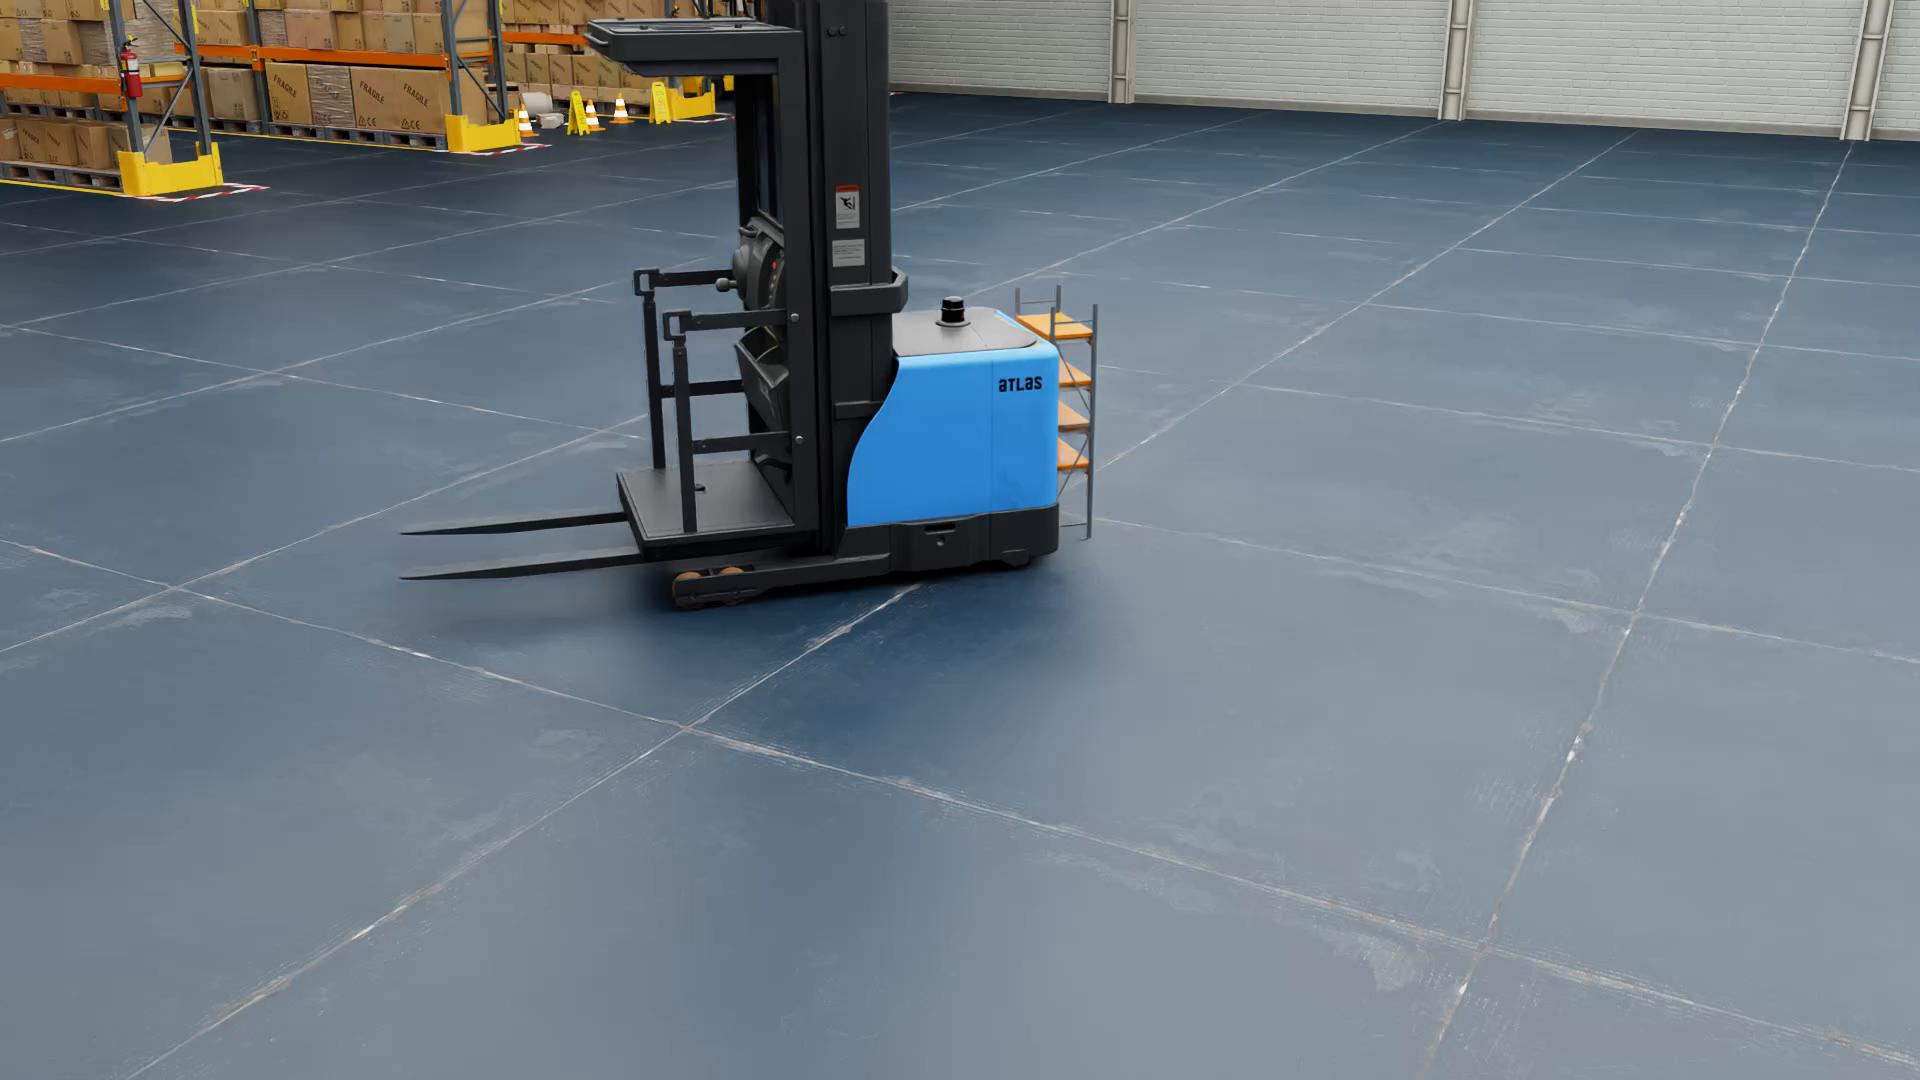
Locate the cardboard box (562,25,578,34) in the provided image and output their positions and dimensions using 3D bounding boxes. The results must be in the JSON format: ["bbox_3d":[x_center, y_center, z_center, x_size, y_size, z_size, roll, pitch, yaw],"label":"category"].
[{"bbox_3d":[-6.560,-8.710,28.346,0.250,0.149,0.380,11,23,27],"label":"cardboard box"}]

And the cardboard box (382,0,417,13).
[{"bbox_3d":[-7.689,-7.785,23.624,0.550,0.550,0.875,11,23,27],"label":"cardboard box"}]

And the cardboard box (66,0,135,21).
[{"bbox_3d":[-9.966,-6.284,19.242,0.500,0.500,0.500,11,23,27],"label":"cardboard box"}]

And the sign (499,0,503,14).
[{"bbox_3d":[-6.583,-7.678,23.747,0.005,0.325,0.100,11,23,27],"label":"sign"}]

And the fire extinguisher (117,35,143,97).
[{"bbox_3d":[-9.490,-5.417,19.013,0.183,0.674,0.296,11,23,27],"label":"fire extinguisher"}]

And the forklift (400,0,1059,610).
[{"bbox_3d":[-1.099,-1.266,7.556,3.031,2.935,1.130,-6,21,-16],"label":"forklift"}]

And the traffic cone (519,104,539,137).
[{"bbox_3d":[-6.630,-6.388,25.296,0.334,0.463,0.336,11,23,27],"label":"traffic cone"}]

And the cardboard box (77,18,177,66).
[{"bbox_3d":[-9.832,-5.896,19.638,0.500,0.500,0.875,11,23,27],"label":"cardboard box"}]

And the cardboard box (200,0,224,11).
[{"bbox_3d":[-11.237,-8.417,25.558,0.500,0.500,0.700,10,22,26],"label":"cardboard box"}]

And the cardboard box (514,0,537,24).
[{"bbox_3d":[-7.327,-9.179,28.688,0.500,0.500,0.500,11,23,27],"label":"cardboard box"}]

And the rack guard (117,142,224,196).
[{"bbox_3d":[-9.432,-4.447,19.892,0.348,0.500,1.175,11,23,27],"label":"rack guard"}]

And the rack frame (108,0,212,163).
[{"bbox_3d":[-9.366,-5.610,19.431,0.127,3.000,1.000,11,23,27],"label":"rack frame"}]

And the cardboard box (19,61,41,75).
[{"bbox_3d":[-11.076,-5.696,20.036,0.250,0.149,0.380,11,23,27],"label":"cardboard box"}]

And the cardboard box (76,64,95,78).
[{"bbox_3d":[-10.176,-5.545,19.622,0.250,0.149,0.380,11,23,27],"label":"cardboard box"}]

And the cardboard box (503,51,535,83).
[{"bbox_3d":[-7.641,-8.304,29.175,0.500,0.500,0.500,12,23,30],"label":"cardboard box"}]

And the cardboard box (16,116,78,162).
[{"bbox_3d":[-11.444,-5.046,20.926,0.500,0.500,0.500,9,22,23],"label":"cardboard box"}]

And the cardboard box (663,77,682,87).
[{"bbox_3d":[-5.123,-8.037,28.440,0.500,0.500,0.500,10,22,26],"label":"cardboard box"}]

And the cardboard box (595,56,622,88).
[{"bbox_3d":[-5.816,-7.959,28.223,0.500,0.500,0.500,12,23,29],"label":"cardboard box"}]

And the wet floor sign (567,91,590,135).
[{"bbox_3d":[-5.868,-6.547,25.468,0.232,0.644,0.267,7,21,18],"label":"wet floor sign"}]

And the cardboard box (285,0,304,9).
[{"bbox_3d":[-9.508,-8.184,24.725,0.550,0.550,0.875,11,23,27],"label":"cardboard box"}]

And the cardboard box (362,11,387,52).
[{"bbox_3d":[-8.123,-7.404,24.156,0.550,0.550,0.875,11,23,27],"label":"cardboard box"}]

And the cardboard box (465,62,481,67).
[{"bbox_3d":[-10.463,-10.570,36.155,0.500,0.500,0.500,12,23,30],"label":"cardboard box"}]

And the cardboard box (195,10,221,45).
[{"bbox_3d":[-11.378,-7.873,25.523,0.500,0.500,0.500,11,22,27],"label":"cardboard box"}]

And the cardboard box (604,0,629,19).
[{"bbox_3d":[-5.576,-8.840,27.752,0.500,0.500,0.500,11,23,27],"label":"cardboard box"}]

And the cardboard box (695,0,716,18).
[{"bbox_3d":[-4.884,-10.517,32.813,0.500,0.500,0.500,11,23,28],"label":"cardboard box"}]

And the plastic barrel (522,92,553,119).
[{"bbox_3d":[-7.074,-7.241,27.708,0.512,0.421,0.421,-7,21,-20],"label":"plastic barrel"}]

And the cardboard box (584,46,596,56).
[{"bbox_3d":[-6.160,-8.306,28.229,0.250,0.149,0.380,12,23,30],"label":"cardboard box"}]

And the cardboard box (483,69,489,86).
[{"bbox_3d":[-8.484,-8.274,30.012,0.625,0.372,0.950,11,23,28],"label":"cardboard box"}]

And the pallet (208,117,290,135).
[{"bbox_3d":[-11.061,-6.530,26.056,1.213,0.211,1.003,11,23,27],"label":"pallet"}]

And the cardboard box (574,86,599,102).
[{"bbox_3d":[-6.277,-7.693,28.590,0.500,0.250,0.500,10,22,25],"label":"cardboard box"}]

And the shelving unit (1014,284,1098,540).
[{"bbox_3d":[0.470,-0.636,8.359,0.258,1.200,0.503,-6,21,-17],"label":"shelving unit"}]

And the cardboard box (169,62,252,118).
[{"bbox_3d":[-11.777,-7.112,26.257,0.750,0.750,1.050,11,23,27],"label":"cardboard box"}]

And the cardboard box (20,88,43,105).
[{"bbox_3d":[-15.466,-7.624,28.035,0.500,0.500,0.500,10,22,25],"label":"cardboard box"}]

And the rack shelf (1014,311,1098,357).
[{"bbox_3d":[0.470,-1.006,8.225,0.258,0.148,0.480,-6,21,-17],"label":"rack shelf"}]

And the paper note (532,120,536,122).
[{"bbox_3d":[-6.997,-6.909,27.384,0.148,0.019,0.142,-16,26,-38],"label":"paper note"}]

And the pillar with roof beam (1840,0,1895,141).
[{"bbox_3d":[11.331,-8.967,19.890,0.400,9.000,9.100,11,23,27],"label":"pillar with roof beam"}]

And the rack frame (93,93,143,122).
[{"bbox_3d":[-13.843,-8.400,27.123,0.127,3.000,1.000,11,23,27],"label":"rack frame"}]

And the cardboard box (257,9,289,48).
[{"bbox_3d":[-10.023,-7.747,25.104,0.550,0.550,0.875,11,23,27],"label":"cardboard box"}]

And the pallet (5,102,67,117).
[{"bbox_3d":[-15.585,-7.423,28.518,1.213,0.211,1.003,11,23,27],"label":"pallet"}]

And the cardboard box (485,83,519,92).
[{"bbox_3d":[-7.753,-7.468,28.215,0.500,0.500,0.500,-7,21,-20],"label":"cardboard box"}]

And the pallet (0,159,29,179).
[{"bbox_3d":[-12.254,-4.863,21.461,1.213,0.211,1.003,11,23,27],"label":"pallet"}]

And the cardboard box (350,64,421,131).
[{"bbox_3d":[-8.252,-6.507,24.404,0.875,0.875,0.875,10,22,26],"label":"cardboard box"}]

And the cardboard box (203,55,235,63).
[{"bbox_3d":[-14.429,-9.675,33.137,0.875,0.875,0.875,12,23,29],"label":"cardboard box"}]

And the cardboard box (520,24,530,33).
[{"bbox_3d":[-7.413,-8.897,28.863,0.250,0.149,0.380,11,23,27],"label":"cardboard box"}]

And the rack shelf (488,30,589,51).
[{"bbox_3d":[-6.279,-8.554,28.603,4.000,0.370,1.077,11,23,27],"label":"rack shelf"}]
